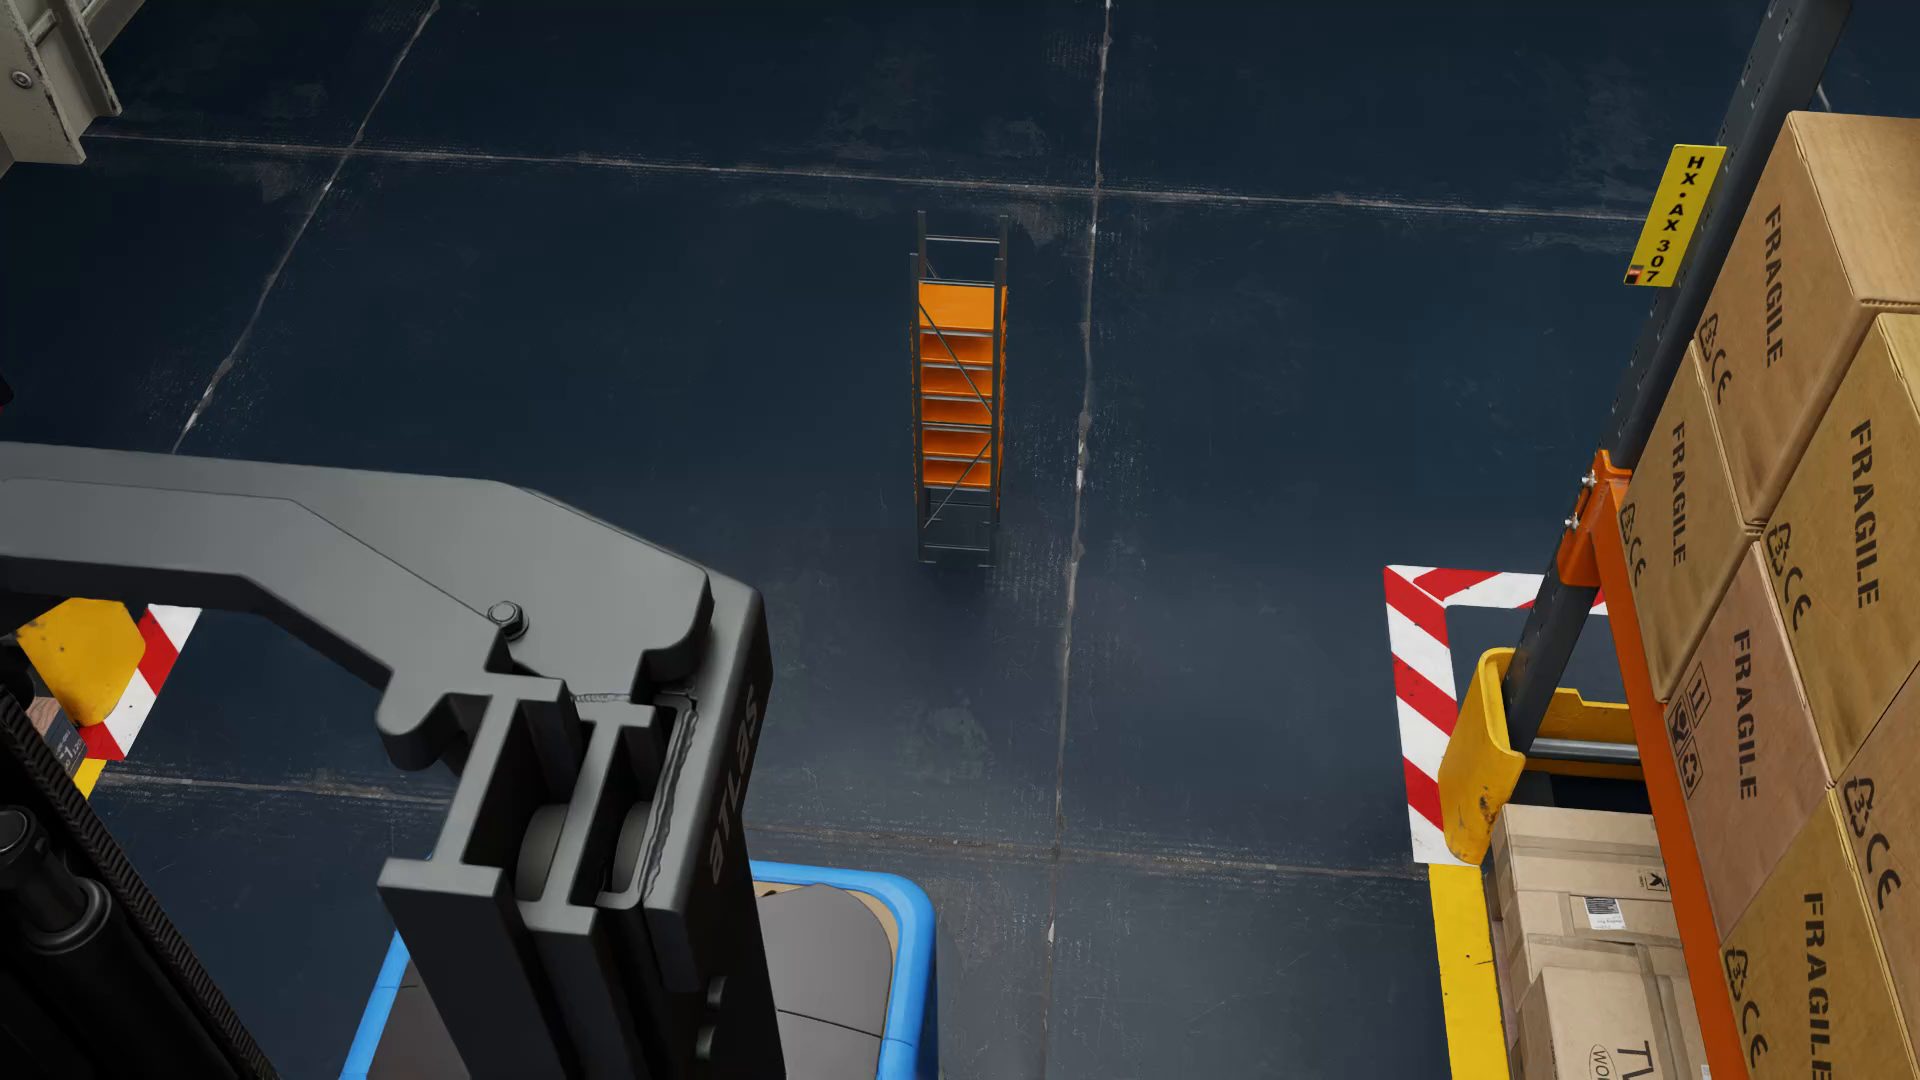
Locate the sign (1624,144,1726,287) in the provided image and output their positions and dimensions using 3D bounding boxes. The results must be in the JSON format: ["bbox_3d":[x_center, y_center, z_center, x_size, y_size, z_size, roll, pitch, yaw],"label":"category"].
[{"bbox_3d":[1.374,-0.618,3.196,0.100,0.325,0.005,4,48,4],"label":"sign"}]

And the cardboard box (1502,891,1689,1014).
[{"bbox_3d":[1.511,0.986,3.937,0.380,0.166,0.250,4,48,4],"label":"cardboard box"}]

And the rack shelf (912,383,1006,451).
[{"bbox_3d":[-0.001,-0.364,4.830,0.258,0.103,0.180,4,48,4],"label":"rack shelf"}]

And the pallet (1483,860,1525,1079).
[{"bbox_3d":[1.836,1.293,3.924,1.003,0.211,1.213,4,48,4],"label":"pallet"}]

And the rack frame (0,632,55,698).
[{"bbox_3d":[-3.019,-0.620,3.785,1.000,3.000,0.127,4,48,4],"label":"rack frame"}]

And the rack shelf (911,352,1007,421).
[{"bbox_3d":[-0.001,-0.445,4.742,0.258,0.103,0.180,4,48,4],"label":"rack shelf"}]

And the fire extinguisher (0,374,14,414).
[{"bbox_3d":[-2.546,-0.548,4.024,0.296,0.674,0.183,4,48,4],"label":"fire extinguisher"}]

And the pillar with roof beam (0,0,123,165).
[{"bbox_3d":[0.653,-4.398,3.174,9.100,9.000,0.400,4,48,4],"label":"pillar with roof beam"}]

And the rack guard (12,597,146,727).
[{"bbox_3d":[-3.017,0.206,4.723,1.175,0.500,0.348,4,48,4],"label":"rack guard"}]

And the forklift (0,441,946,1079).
[{"bbox_3d":[-0.708,1.431,1.955,1.130,2.935,3.031,5,48,4],"label":"forklift"}]

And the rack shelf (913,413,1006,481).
[{"bbox_3d":[-0.001,-0.283,4.919,0.258,0.103,0.180,4,48,4],"label":"rack shelf"}]

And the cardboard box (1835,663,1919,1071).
[{"bbox_3d":[1.521,0.399,2.107,0.500,0.500,0.500,4,48,4],"label":"cardboard box"}]

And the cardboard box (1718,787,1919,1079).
[{"bbox_3d":[1.521,0.733,2.479,0.500,0.500,0.500,4,48,3],"label":"cardboard box"}]

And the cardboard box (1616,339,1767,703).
[{"bbox_3d":[1.611,-0.015,3.163,0.500,0.500,0.500,5,48,4],"label":"cardboard box"}]

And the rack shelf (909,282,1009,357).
[{"bbox_3d":[-0.001,-0.607,4.565,0.258,0.103,0.180,4,48,4],"label":"rack shelf"}]

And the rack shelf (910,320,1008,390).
[{"bbox_3d":[-0.001,-0.526,4.653,0.258,0.103,0.180,4,48,4],"label":"rack shelf"}]

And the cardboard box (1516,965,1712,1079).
[{"bbox_3d":[1.537,1.238,3.651,0.500,0.250,0.500,4,48,4],"label":"cardboard box"}]

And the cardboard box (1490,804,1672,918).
[{"bbox_3d":[1.534,0.808,4.112,0.380,0.149,0.250,4,48,4],"label":"cardboard box"}]

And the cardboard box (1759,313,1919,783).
[{"bbox_3d":[1.571,0.032,2.443,0.500,0.500,0.500,4,48,4],"label":"cardboard box"}]

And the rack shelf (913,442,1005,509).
[{"bbox_3d":[-0.001,-0.202,5.007,0.258,0.103,0.180,4,48,4],"label":"rack shelf"}]

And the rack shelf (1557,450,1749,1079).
[{"bbox_3d":[1.732,1.423,2.404,1.077,0.370,4.000,4,48,4],"label":"rack shelf"}]

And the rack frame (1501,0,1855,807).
[{"bbox_3d":[1.914,-0.290,3.482,1.000,3.000,0.127,4,48,4],"label":"rack frame"}]

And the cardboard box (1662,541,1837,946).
[{"bbox_3d":[1.570,0.364,2.816,0.500,0.500,0.500,3,48,3],"label":"cardboard box"}]

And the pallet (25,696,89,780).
[{"bbox_3d":[-3.014,0.914,4.271,1.003,0.211,1.213,4,48,4],"label":"pallet"}]

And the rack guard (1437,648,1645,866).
[{"bbox_3d":[1.907,0.610,4.354,1.175,0.500,0.348,4,48,4],"label":"rack guard"}]

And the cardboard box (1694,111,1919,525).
[{"bbox_3d":[1.611,-0.353,2.794,0.500,0.500,0.500,5,48,5],"label":"cardboard box"}]

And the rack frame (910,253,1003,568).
[{"bbox_3d":[-0.010,-0.327,4.736,0.240,1.200,0.006,4,48,4],"label":"rack frame"}]

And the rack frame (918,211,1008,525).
[{"bbox_3d":[0.007,-0.462,4.859,0.240,1.200,0.006,4,48,4],"label":"rack frame"}]

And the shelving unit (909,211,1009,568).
[{"bbox_3d":[-0.001,-0.394,4.798,0.258,1.200,0.189,4,48,4],"label":"shelving unit"}]
